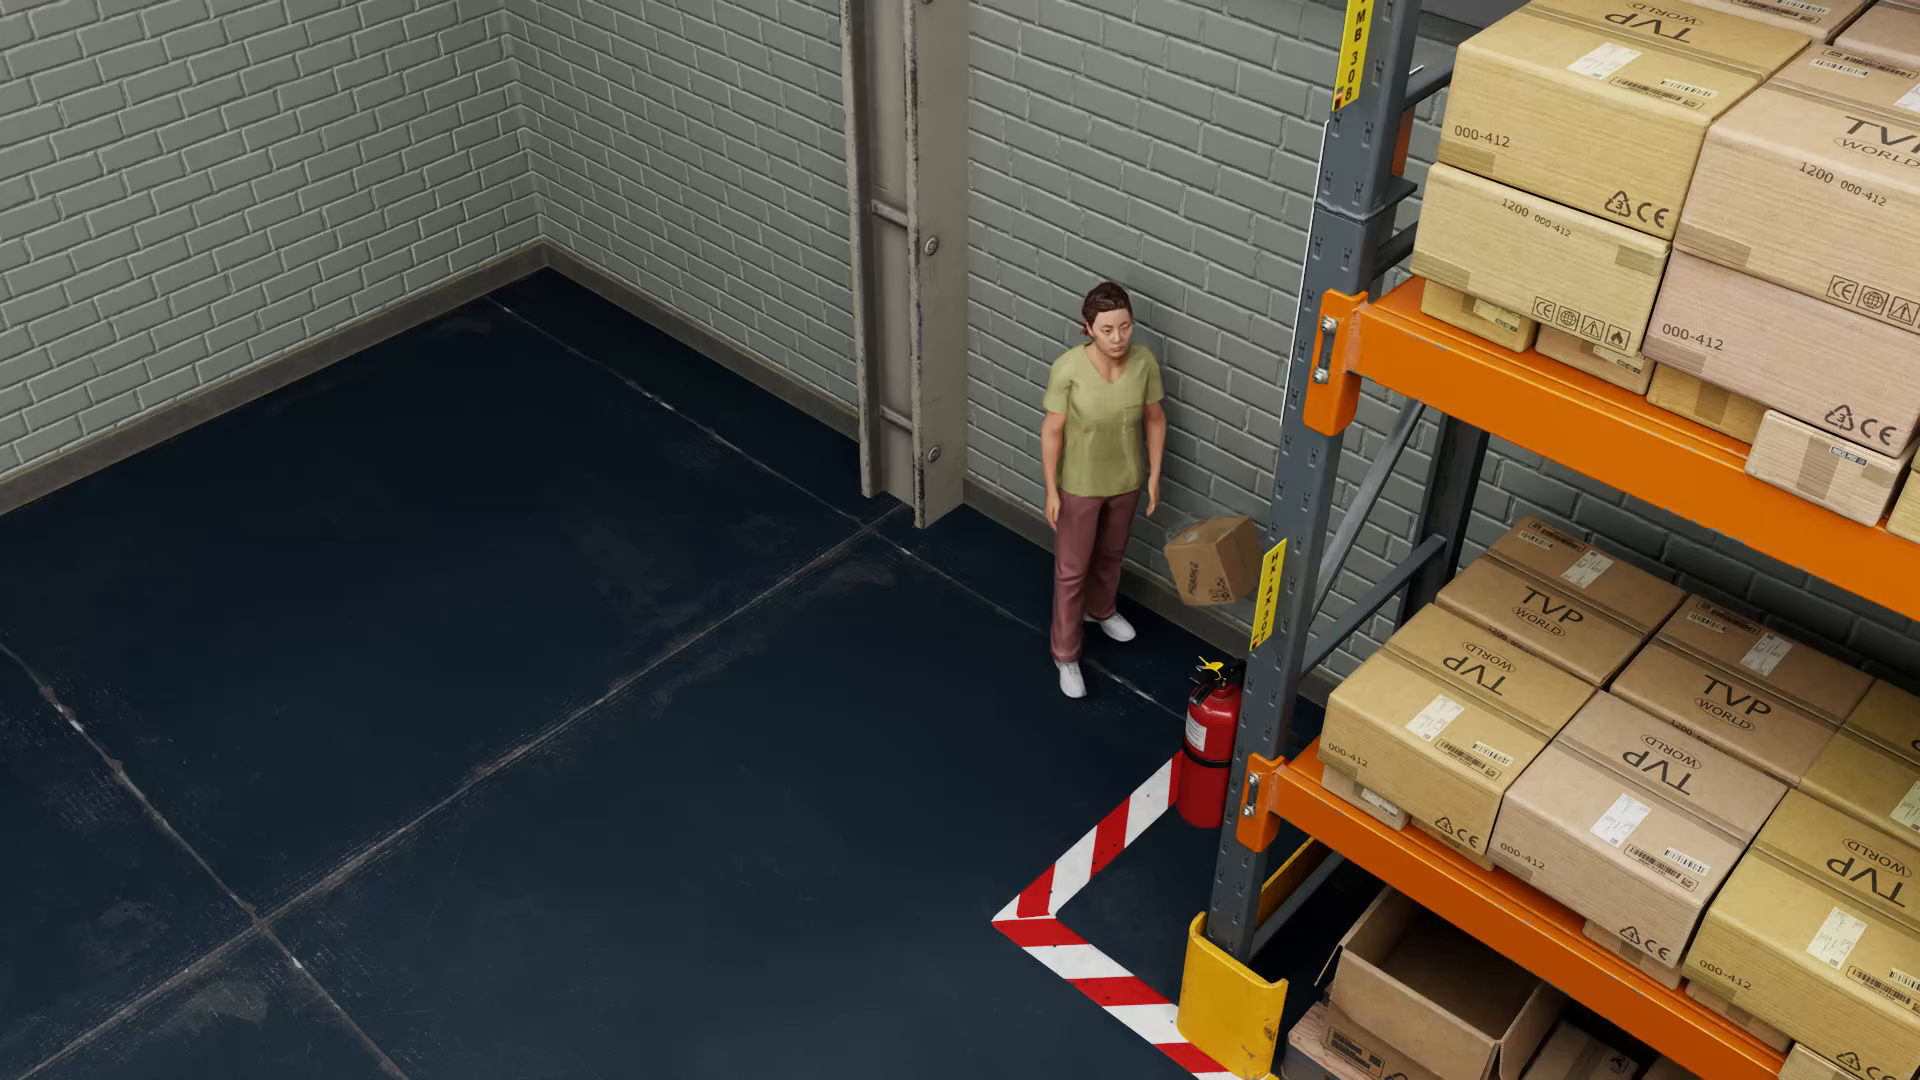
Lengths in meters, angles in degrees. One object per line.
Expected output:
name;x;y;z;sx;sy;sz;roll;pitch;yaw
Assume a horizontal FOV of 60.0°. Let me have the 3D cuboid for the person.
person;0.556;-0.184;6.371;0.514;1.665;0.559;-11;41;-12
